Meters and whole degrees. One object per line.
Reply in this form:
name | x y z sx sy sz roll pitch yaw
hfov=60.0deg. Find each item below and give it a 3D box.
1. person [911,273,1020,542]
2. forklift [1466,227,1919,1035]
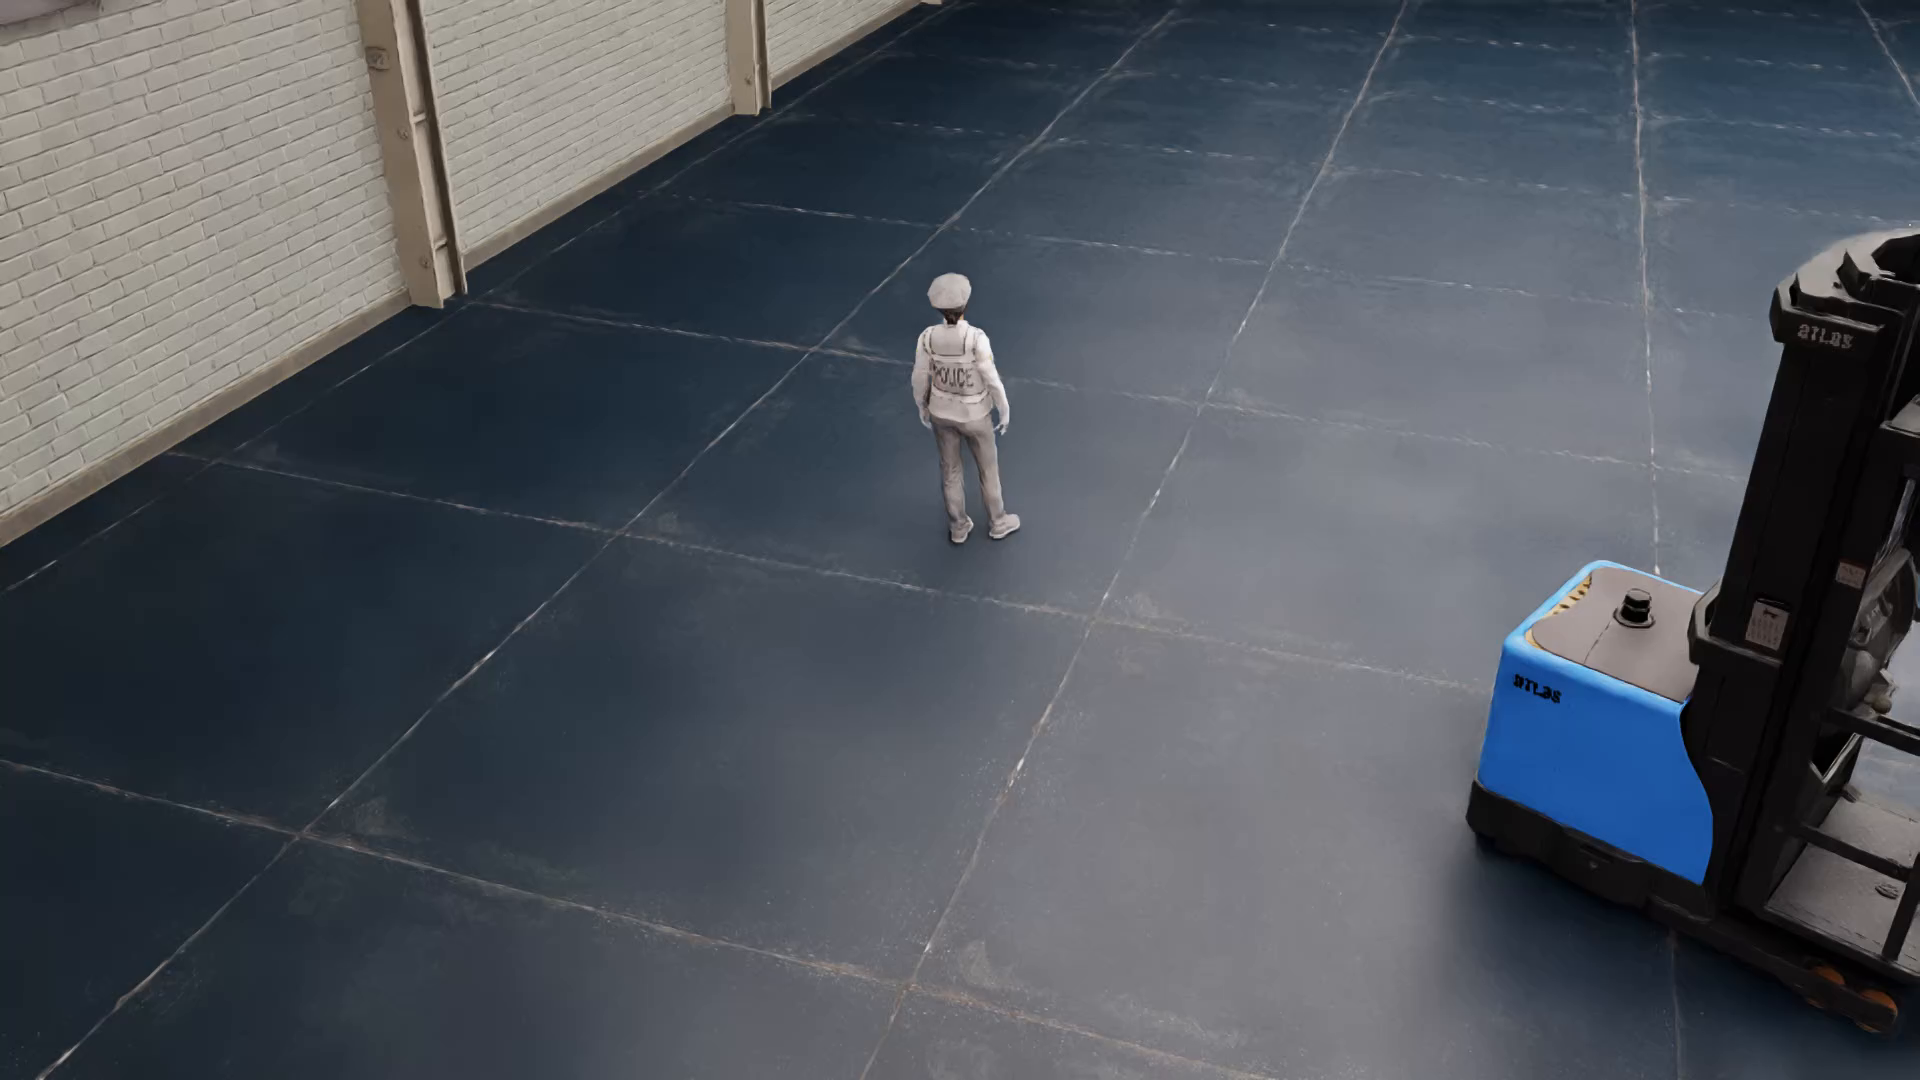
person | 0.029 -0.773 9.726 0.586 1.695 0.532 10 31 16
forklift | 3.774 0.398 6.439 3.031 2.935 1.130 24 37 35
